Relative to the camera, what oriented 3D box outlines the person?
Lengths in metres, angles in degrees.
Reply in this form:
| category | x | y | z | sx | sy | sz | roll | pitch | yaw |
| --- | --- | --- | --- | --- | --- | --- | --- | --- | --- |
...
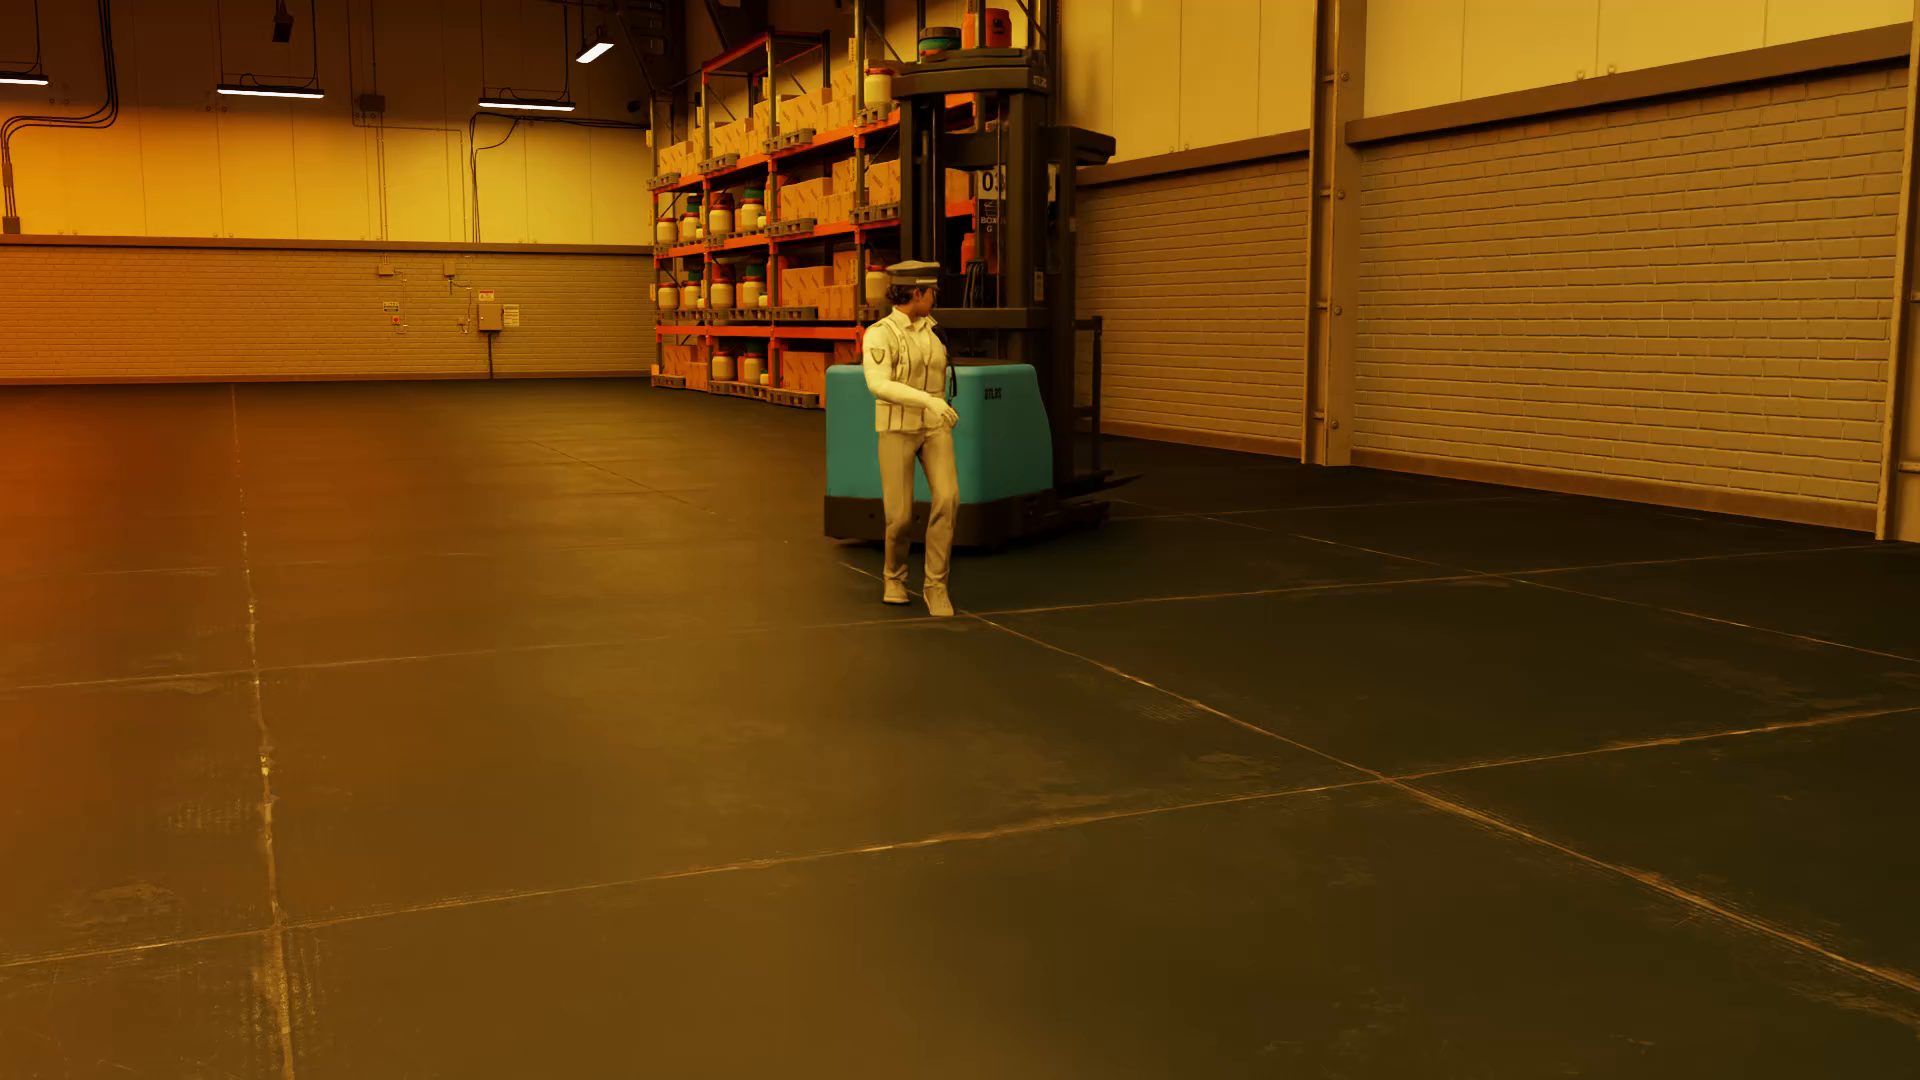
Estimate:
| category | x | y | z | sx | sy | sz | roll | pitch | yaw |
| --- | --- | --- | --- | --- | --- | --- | --- | --- | --- |
| person | -0.215 | -0.462 | 7.763 | 0.549 | 1.664 | 0.784 | -3 | 8 | -22 |

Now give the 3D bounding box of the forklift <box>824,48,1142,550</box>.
| category | x | y | z | sx | sy | sz | roll | pitch | yaw |
| --- | --- | --- | --- | --- | --- | --- | --- | --- | --- |
| forklift | 0.325 | -1.549 | 10.692 | 1.130 | 2.935 | 3.031 | 4 | 8 | 27 |
